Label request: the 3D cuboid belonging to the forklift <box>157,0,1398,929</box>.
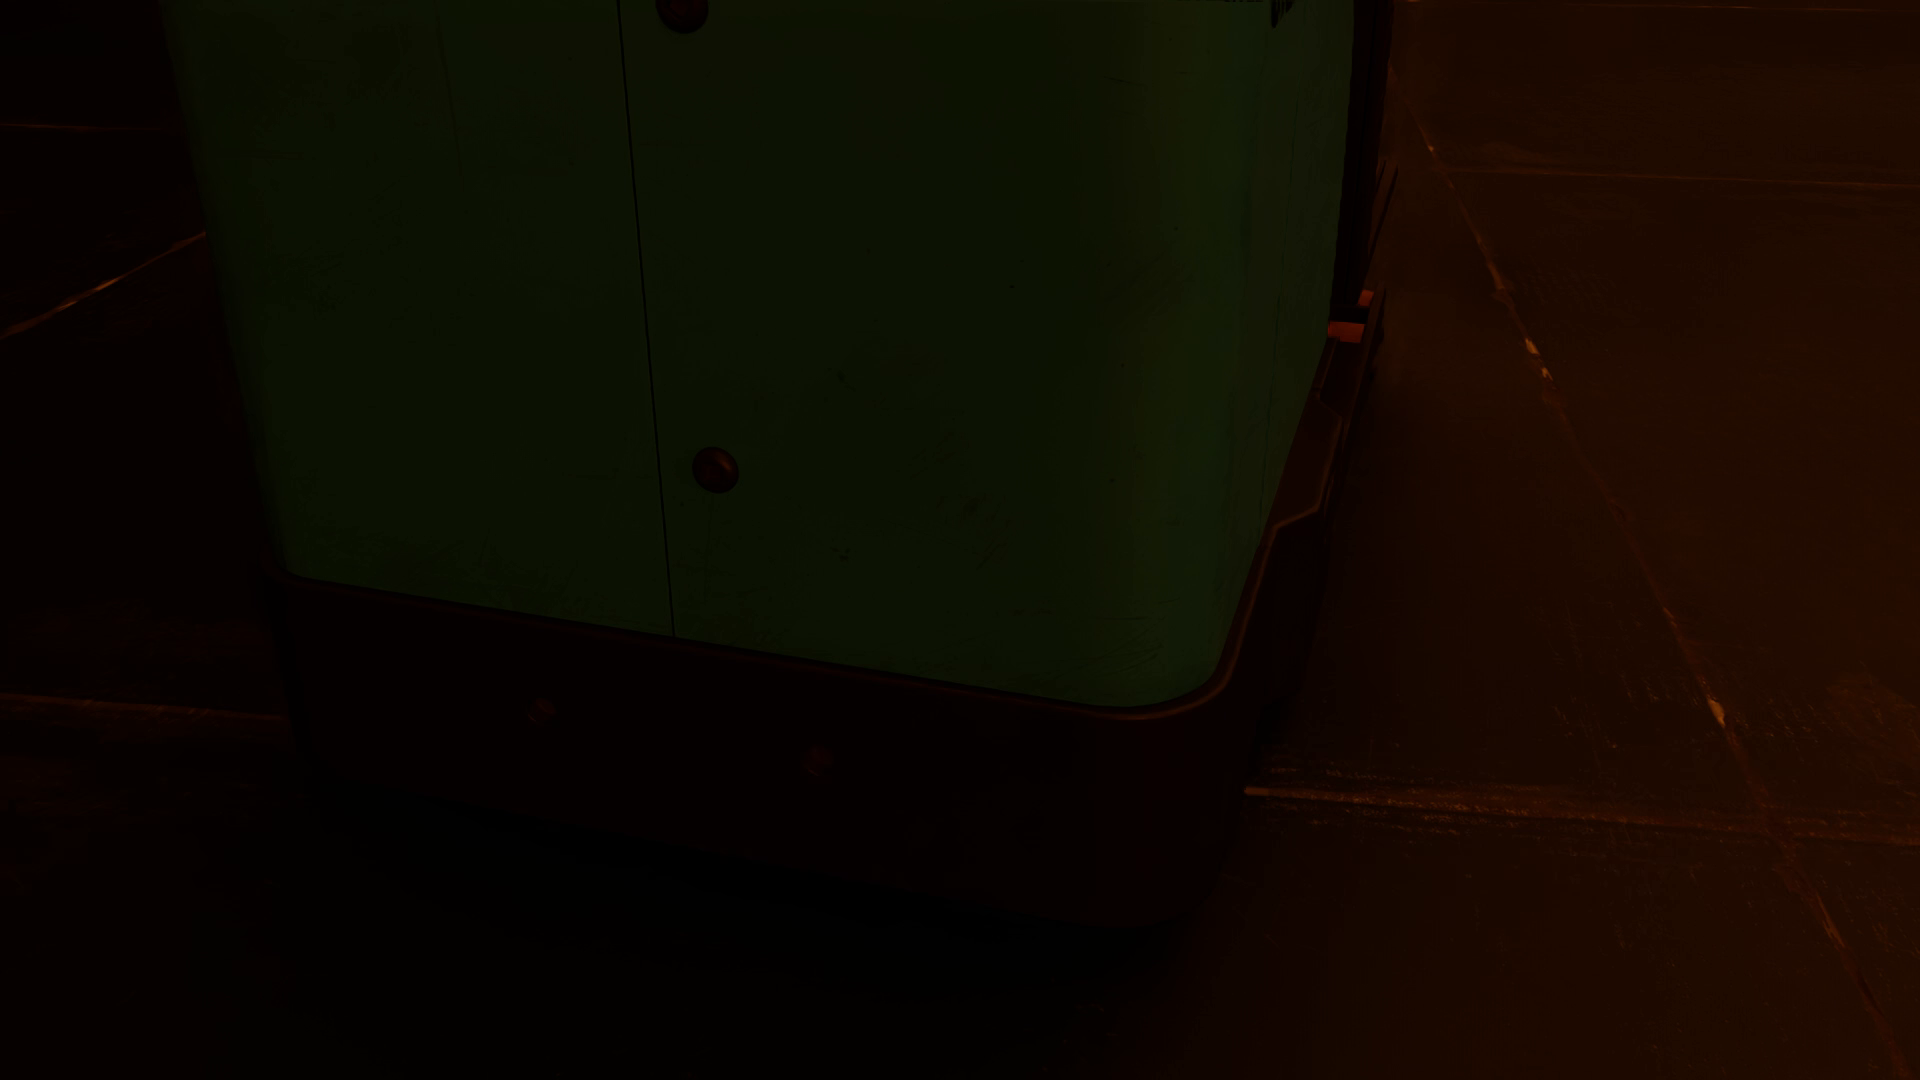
[{"bbox_3d":[0.168,-1.577,2.379,1.130,2.935,3.031,8,28,15],"label":"forklift"}]
